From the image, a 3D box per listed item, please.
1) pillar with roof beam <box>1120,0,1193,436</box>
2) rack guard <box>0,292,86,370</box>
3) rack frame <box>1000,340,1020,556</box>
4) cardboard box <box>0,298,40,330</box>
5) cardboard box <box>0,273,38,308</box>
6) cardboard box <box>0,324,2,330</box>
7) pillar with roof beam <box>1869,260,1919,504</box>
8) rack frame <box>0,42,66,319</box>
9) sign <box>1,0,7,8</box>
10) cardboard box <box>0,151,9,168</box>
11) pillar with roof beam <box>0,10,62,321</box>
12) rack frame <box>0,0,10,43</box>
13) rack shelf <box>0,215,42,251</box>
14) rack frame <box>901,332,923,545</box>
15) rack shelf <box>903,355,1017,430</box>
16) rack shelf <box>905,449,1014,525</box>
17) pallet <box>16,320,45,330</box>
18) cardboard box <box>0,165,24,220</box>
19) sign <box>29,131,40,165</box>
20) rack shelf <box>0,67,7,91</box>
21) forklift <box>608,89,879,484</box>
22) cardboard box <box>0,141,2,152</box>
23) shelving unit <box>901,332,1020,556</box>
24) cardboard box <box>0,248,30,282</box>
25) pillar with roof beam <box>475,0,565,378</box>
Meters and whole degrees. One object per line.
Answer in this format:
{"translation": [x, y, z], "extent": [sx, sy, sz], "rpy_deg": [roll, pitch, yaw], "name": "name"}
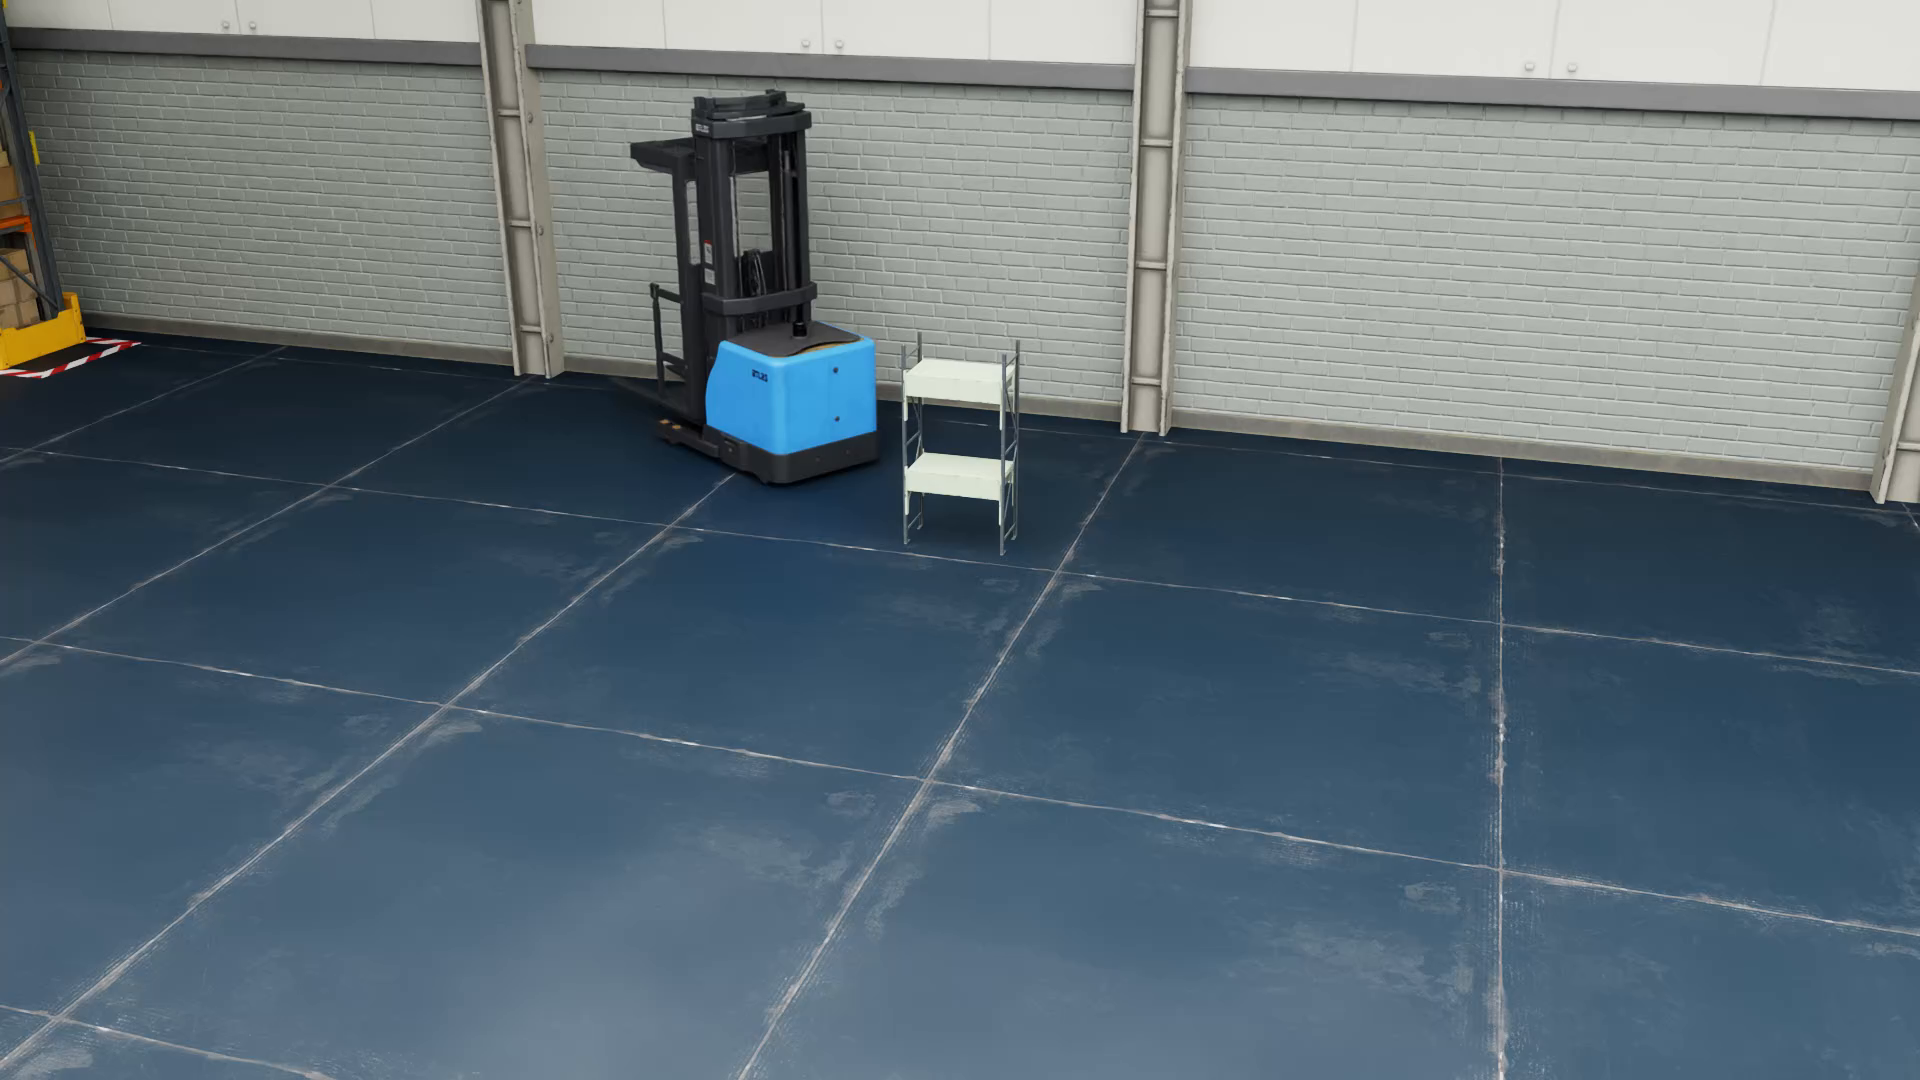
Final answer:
{"translation": [0.397, -3.581, 9.142], "extent": [0.400, 9.000, 9.100], "rpy_deg": [7, 23, 16], "name": "pillar with roof beam"}
{"translation": [-9.419, -2.122, 16.785], "extent": [0.348, 0.500, 1.175], "rpy_deg": [7, 23, 16], "name": "rack guard"}
{"translation": [0.357, -0.653, 11.886], "extent": [0.023, 1.500, 0.400], "rpy_deg": [7, 23, 16], "name": "rack frame"}
{"translation": [-9.855, -2.328, 17.063], "extent": [0.500, 0.250, 0.500], "rpy_deg": [7, 23, 16], "name": "cardboard box"}
{"translation": [-9.832, -2.562, 16.973], "extent": [0.500, 0.250, 0.500], "rpy_deg": [7, 23, 16], "name": "cardboard box"}
{"translation": [-9.983, -2.140, 16.604], "extent": [0.500, 0.250, 0.500], "rpy_deg": [7, 23, 16], "name": "cardboard box"}
{"translation": [6.141, -2.923, 7.539], "extent": [0.400, 9.000, 9.100], "rpy_deg": [7, 23, 16], "name": "pillar with roof beam"}
{"translation": [-9.442, -3.281, 16.317], "extent": [0.127, 3.000, 1.000], "rpy_deg": [7, 23, 16], "name": "rack frame"}
{"translation": [-9.276, -5.311, 16.056], "extent": [0.005, 0.325, 0.100], "rpy_deg": [7, 23, 16], "name": "sign"}
{"translation": [-9.692, -3.759, 16.495], "extent": [0.250, 0.149, 0.380], "rpy_deg": [6, 23, 14], "name": "cardboard box"}
{"translation": [-11.092, -4.896, 12.349], "extent": [0.400, 9.000, 9.100], "rpy_deg": [7, 23, 16], "name": "pillar with roof beam"}
{"translation": [-9.442, -6.057, 15.178], "extent": [0.127, 3.000, 1.000], "rpy_deg": [7, 23, 16], "name": "rack frame"}
{"translation": [-11.357, -3.168, 16.988], "extent": [4.000, 0.370, 1.077], "rpy_deg": [7, 23, 16], "name": "rack shelf"}
{"translation": [-0.344, -0.733, 12.081], "extent": [0.023, 1.500, 0.400], "rpy_deg": [7, 23, 16], "name": "rack frame"}
{"translation": [0.006, -1.054, 11.836], "extent": [0.720, 0.370, 0.431], "rpy_deg": [7, 23, 16], "name": "rack shelf"}
{"translation": [0.006, -0.392, 12.107], "extent": [0.720, 0.370, 0.431], "rpy_deg": [7, 23, 16], "name": "rack shelf"}
{"translation": [-10.186, -2.060, 17.013], "extent": [1.213, 0.211, 1.003], "rpy_deg": [7, 23, 16], "name": "pallet"}
{"translation": [-9.836, -3.483, 16.676], "extent": [0.500, 0.500, 0.500], "rpy_deg": [7, 23, 17], "name": "cardboard box"}
{"translation": [-9.276, -3.919, 16.627], "extent": [0.005, 0.325, 0.100], "rpy_deg": [7, 23, 16], "name": "sign"}
{"translation": [-11.357, -4.555, 16.418], "extent": [4.000, 0.370, 1.077], "rpy_deg": [7, 23, 16], "name": "rack shelf"}
{"translation": [-2.006, -2.284, 13.977], "extent": [1.130, 2.935, 3.031], "rpy_deg": [-18, 28, -37], "name": "forklift"}
{"translation": [-9.702, -3.880, 16.397], "extent": [0.250, 0.149, 0.380], "rpy_deg": [6, 23, 14], "name": "cardboard box"}
{"translation": [0.006, -0.693, 11.984], "extent": [0.755, 1.500, 0.431], "rpy_deg": [7, 23, 16], "name": "shelving unit"}
{"translation": [-9.847, -2.787, 16.865], "extent": [0.500, 0.250, 0.500], "rpy_deg": [6, 23, 15], "name": "cardboard box"}
{"translation": [-5.347, -4.239, 10.746], "extent": [0.400, 9.000, 9.100], "rpy_deg": [7, 23, 16], "name": "pillar with roof beam"}
